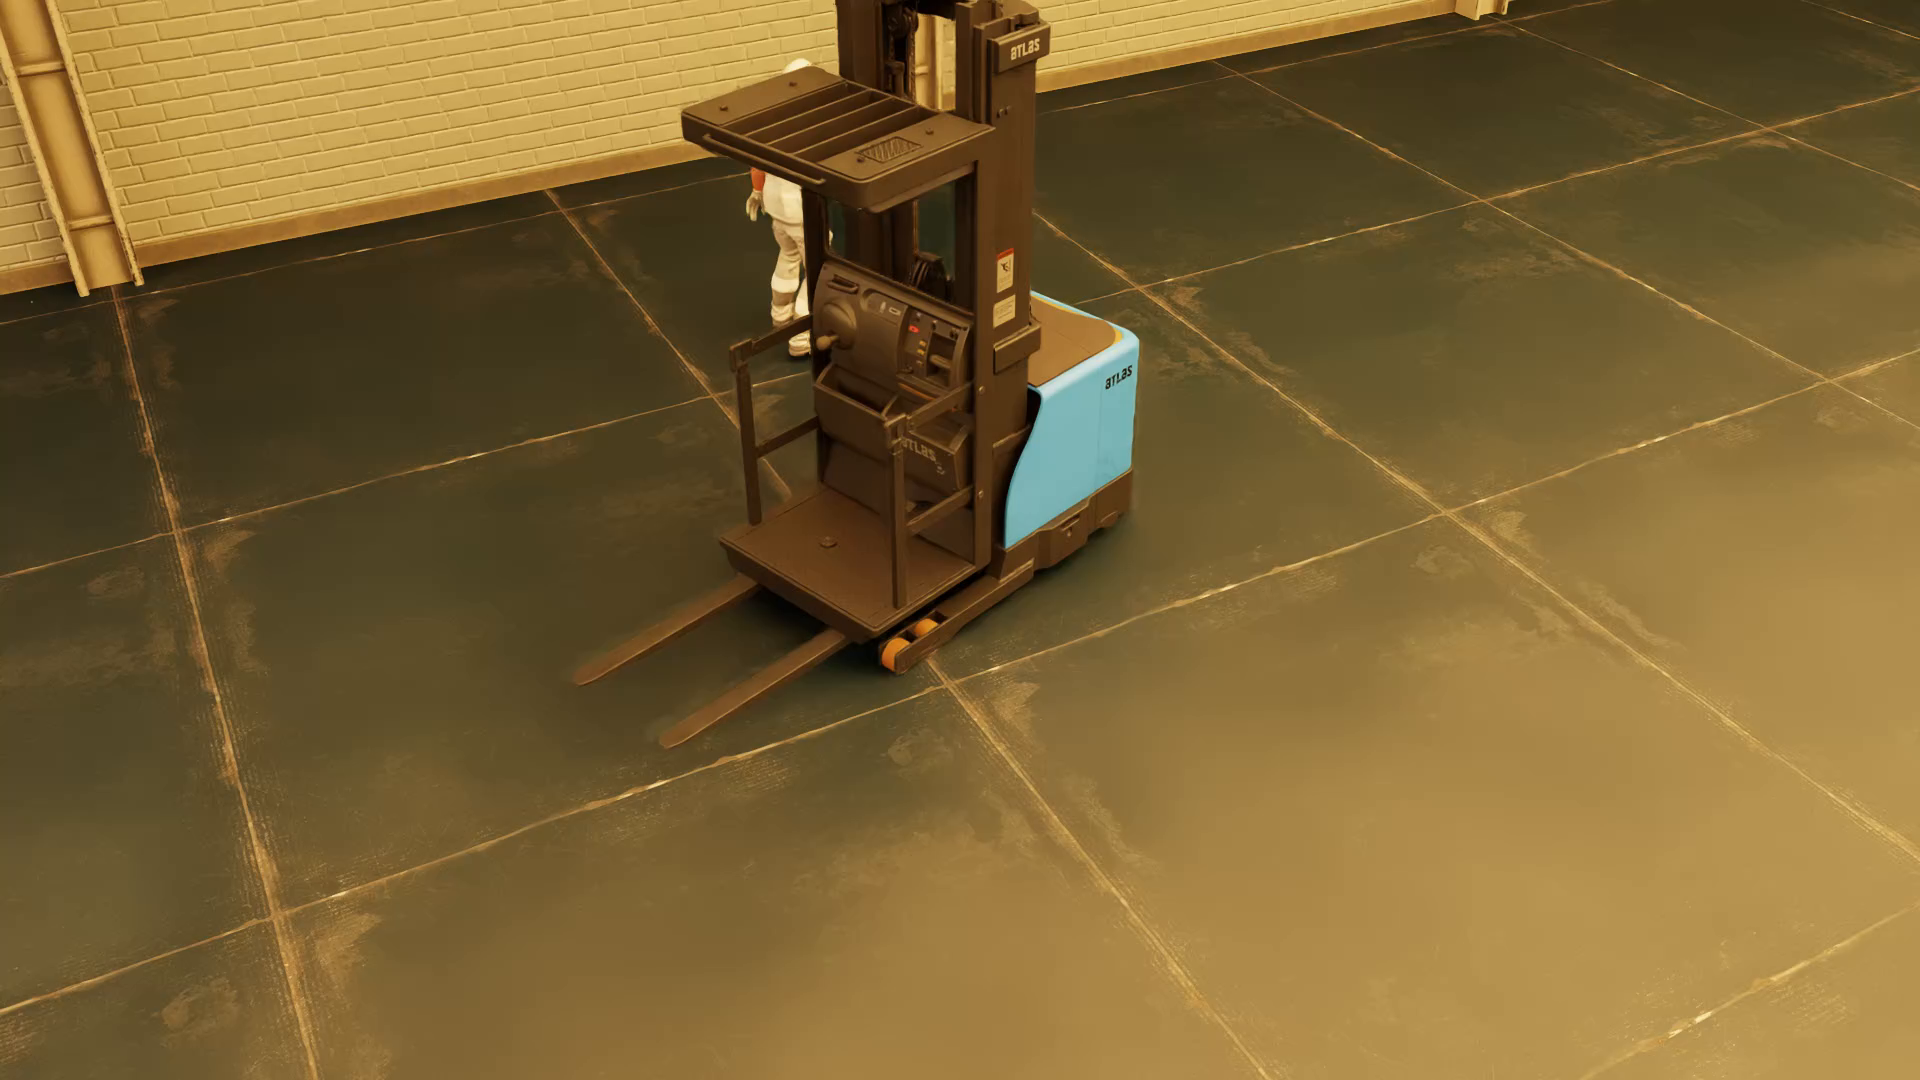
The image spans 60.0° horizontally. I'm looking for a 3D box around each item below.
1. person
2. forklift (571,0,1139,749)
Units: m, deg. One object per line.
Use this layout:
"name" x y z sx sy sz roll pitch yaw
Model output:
"person" -0.946 -1.974 9.880 0.442 1.745 0.866 -26 43 -32
"forklift" -0.461 -0.906 7.404 1.130 2.935 3.031 28 44 34
